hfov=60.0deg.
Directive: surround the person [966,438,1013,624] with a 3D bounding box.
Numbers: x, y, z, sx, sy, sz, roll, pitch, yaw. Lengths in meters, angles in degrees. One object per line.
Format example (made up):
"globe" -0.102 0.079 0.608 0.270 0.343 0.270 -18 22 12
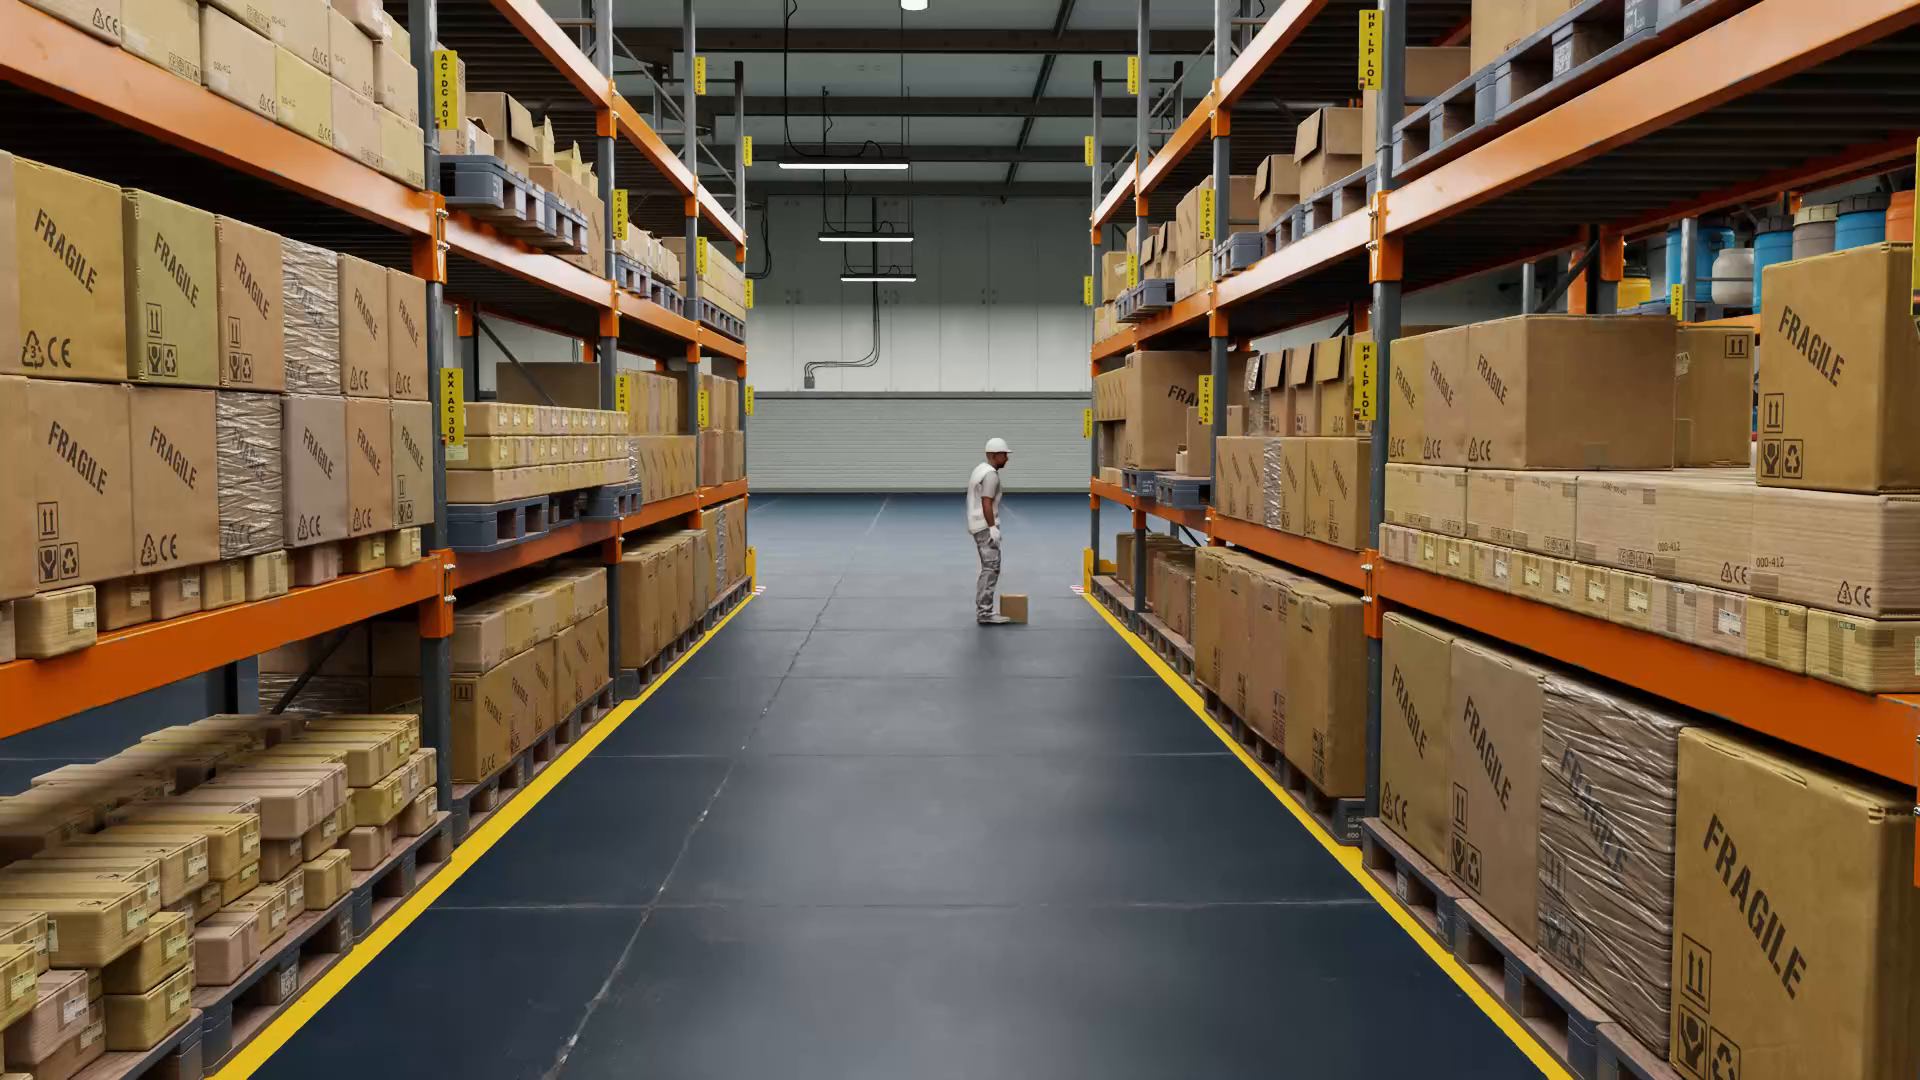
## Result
"person" 0.290 -0.095 16.084 0.452 1.772 0.616 0 4 -4
